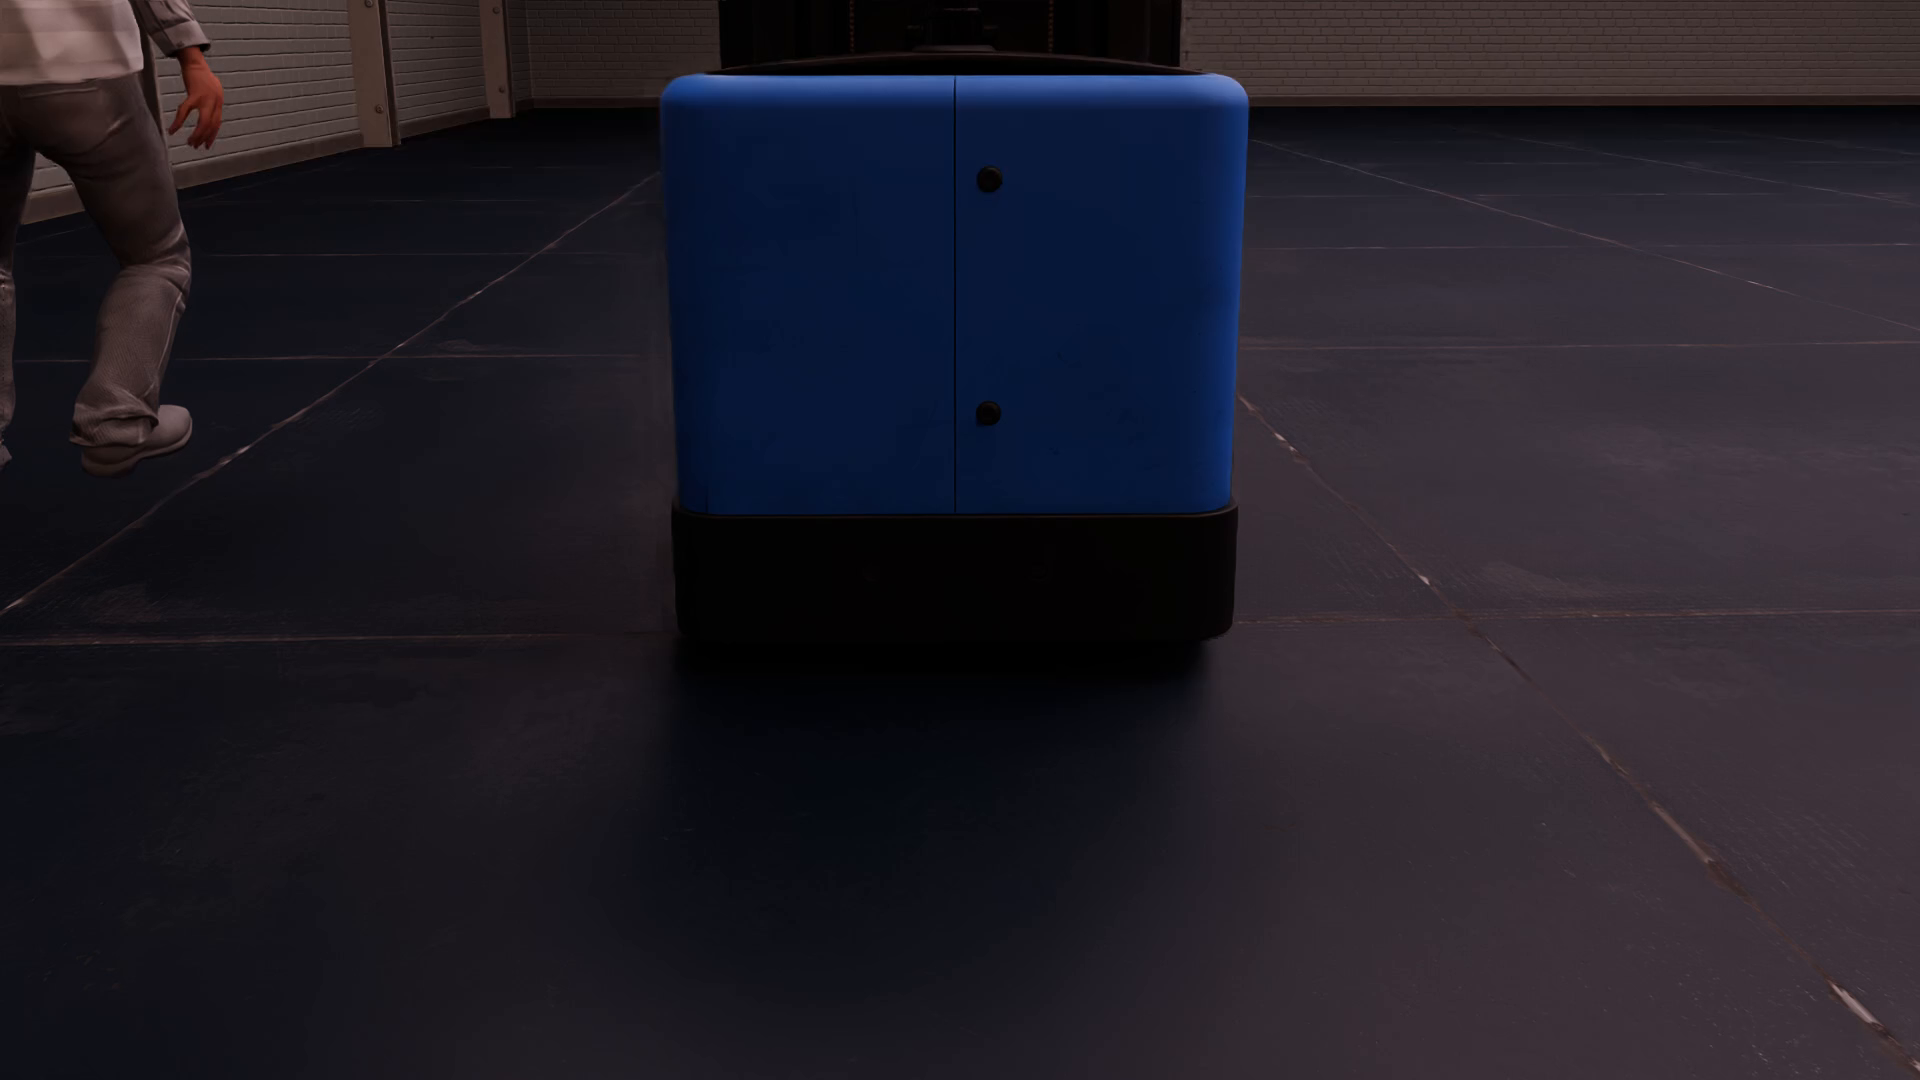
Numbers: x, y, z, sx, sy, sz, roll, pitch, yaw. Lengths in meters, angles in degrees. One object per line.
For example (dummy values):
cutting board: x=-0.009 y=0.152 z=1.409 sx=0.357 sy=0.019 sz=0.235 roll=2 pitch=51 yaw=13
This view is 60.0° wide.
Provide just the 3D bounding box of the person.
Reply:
person: x=-1.942 y=-0.962 z=3.453 sx=0.852 sy=1.720 sz=0.432 roll=1 pitch=17 yaw=4

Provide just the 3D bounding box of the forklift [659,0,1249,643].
forklift: x=-0.027 y=-1.588 z=4.099 sx=1.130 sy=2.935 sz=3.031 roll=0 pitch=17 yaw=-1
